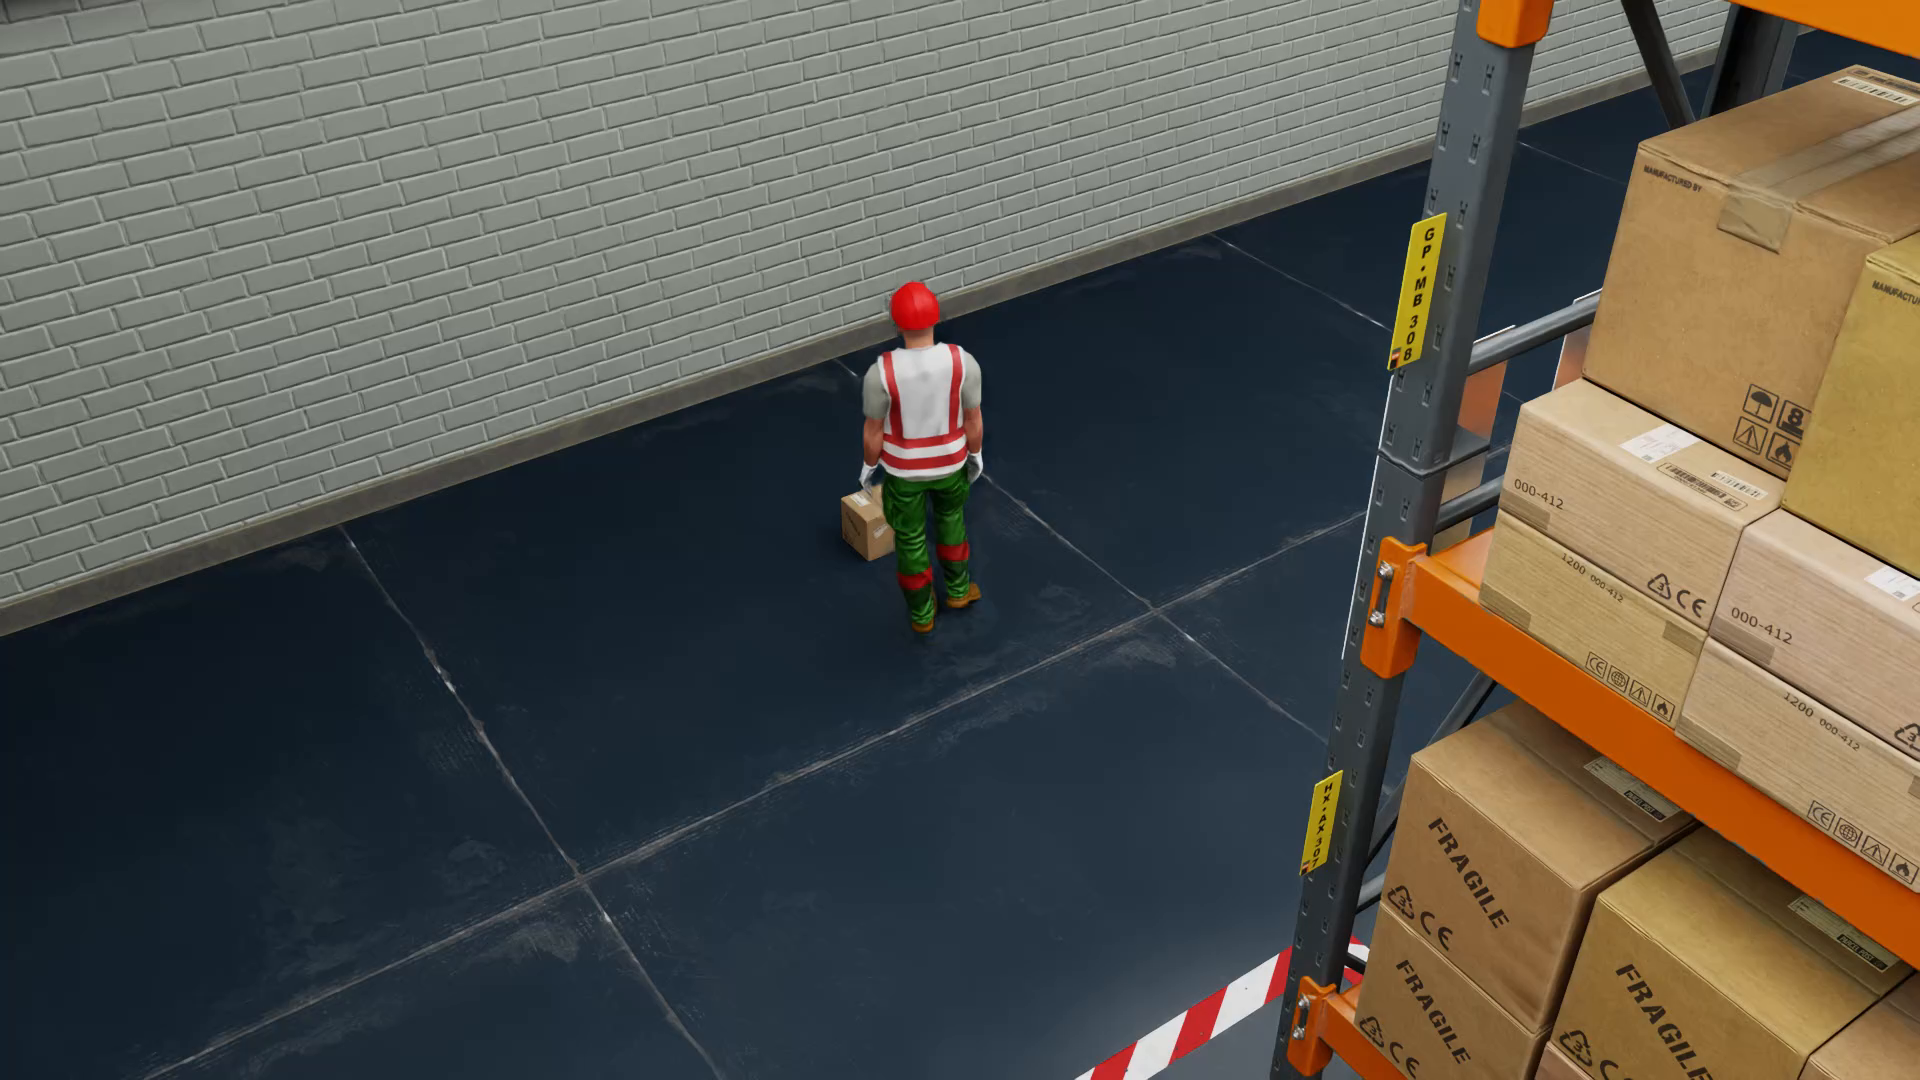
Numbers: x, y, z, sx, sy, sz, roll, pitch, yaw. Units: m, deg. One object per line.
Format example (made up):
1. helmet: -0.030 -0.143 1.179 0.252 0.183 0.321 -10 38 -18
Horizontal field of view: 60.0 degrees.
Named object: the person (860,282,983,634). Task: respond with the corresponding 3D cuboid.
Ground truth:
1. person: -0.163 -0.355 7.485 0.589 1.822 0.401 -7 37 -10
